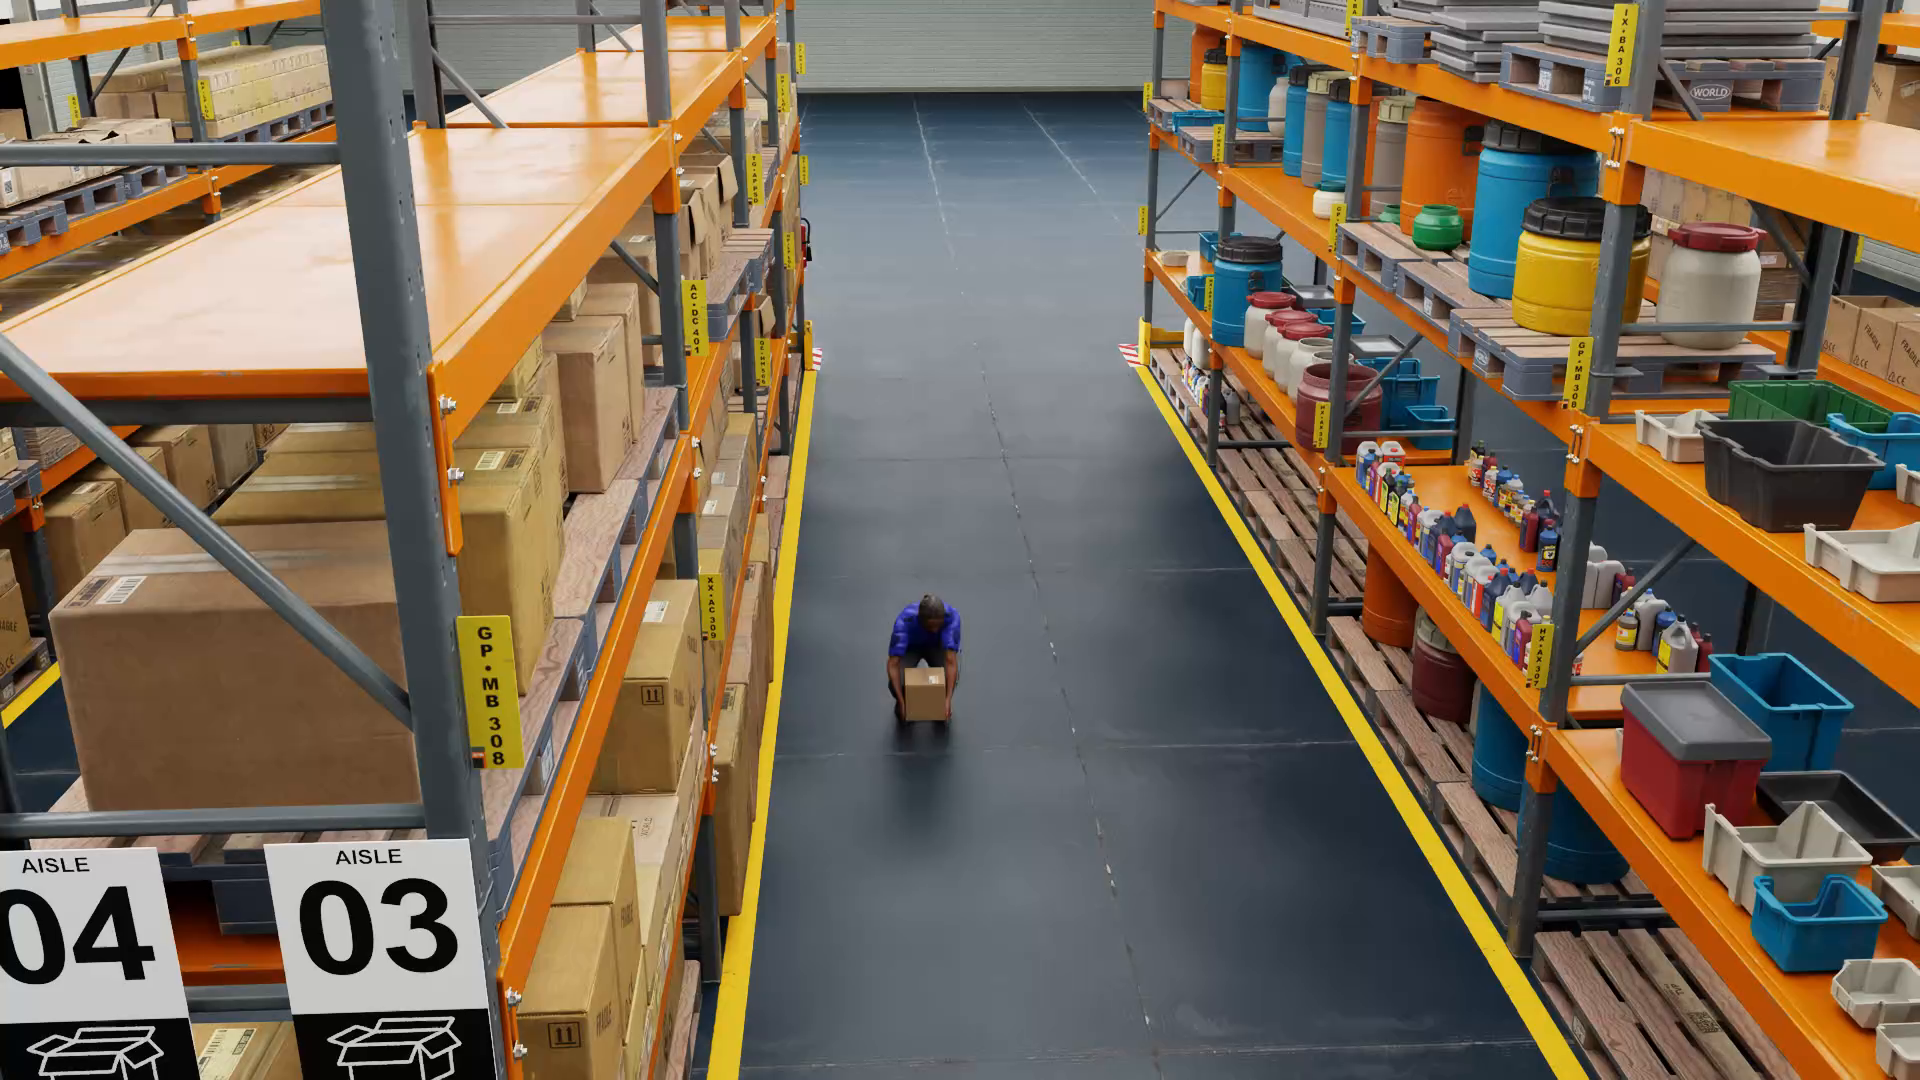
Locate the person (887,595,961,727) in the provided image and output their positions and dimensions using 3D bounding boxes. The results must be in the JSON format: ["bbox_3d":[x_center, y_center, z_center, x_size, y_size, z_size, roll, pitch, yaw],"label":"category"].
[{"bbox_3d":[-0.233,0.729,10.691,0.472,0.938,0.827,0,21,-1],"label":"person"}]
